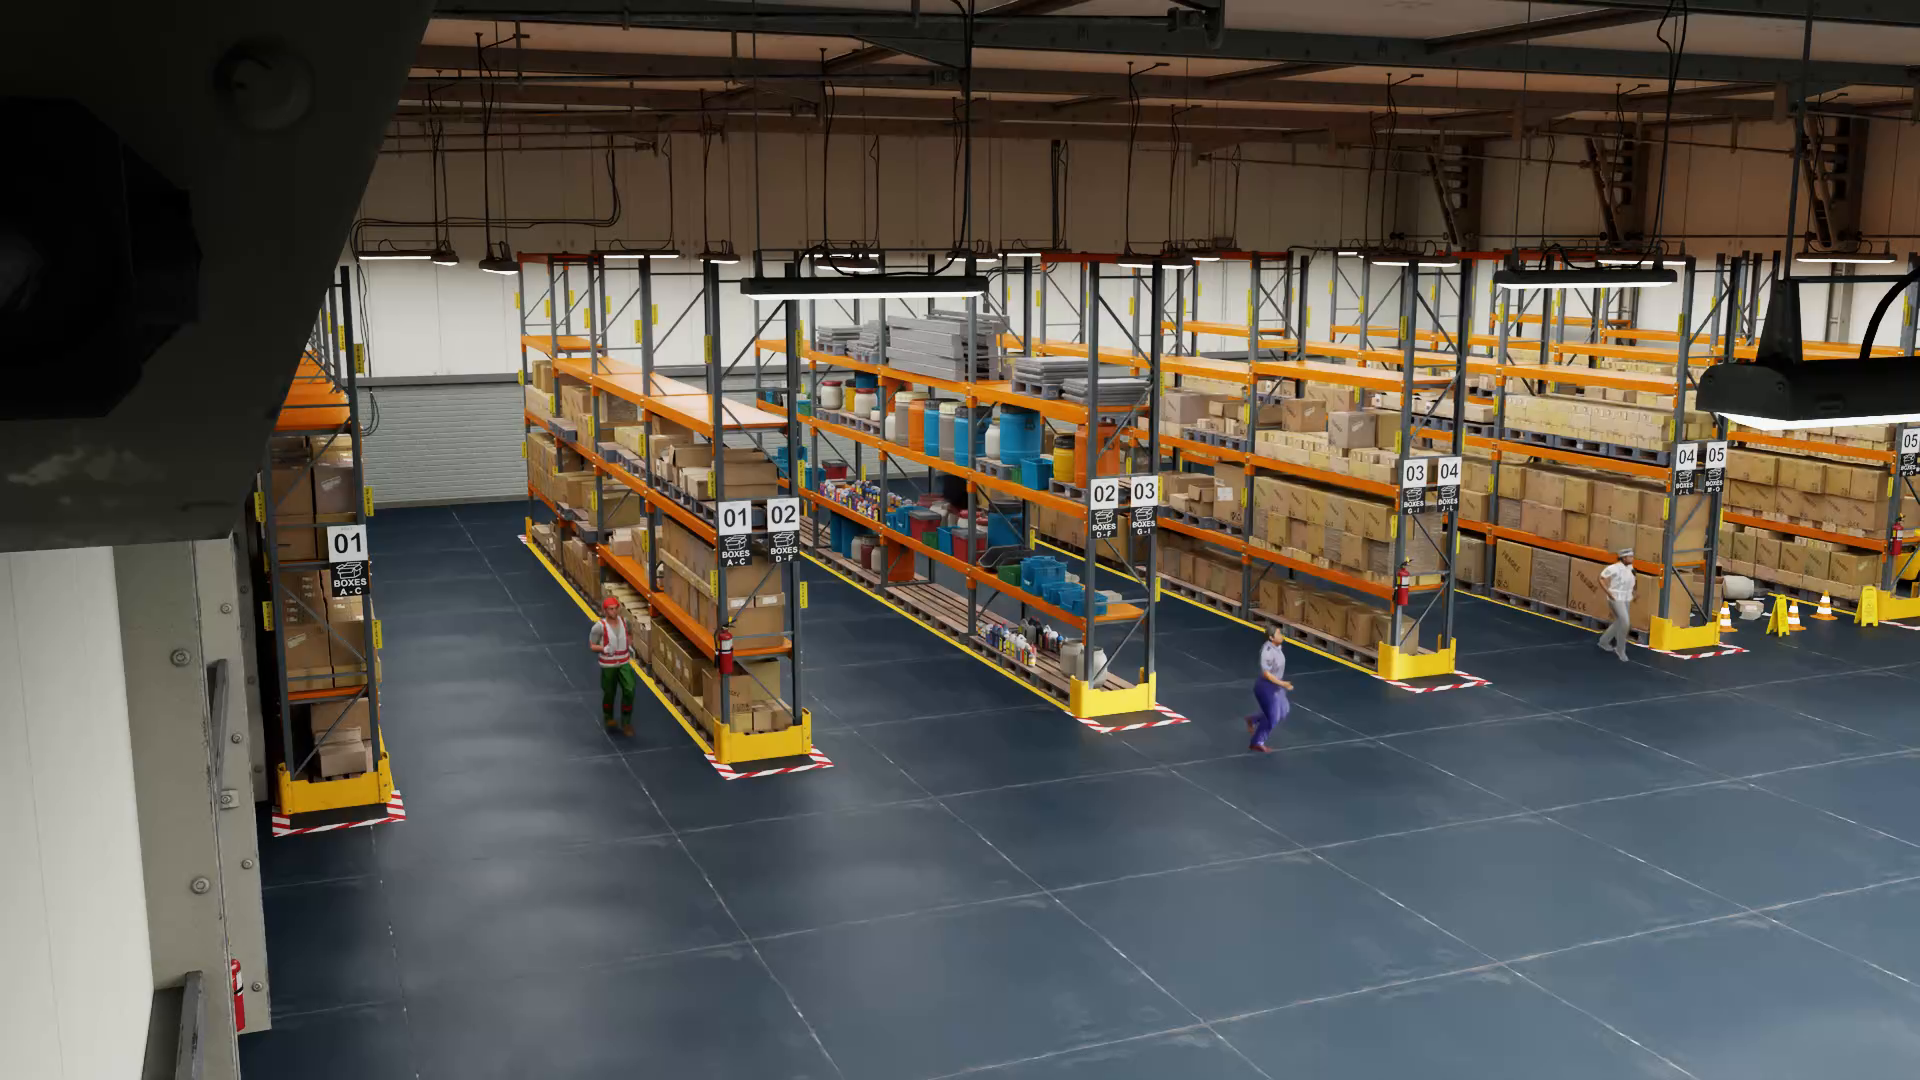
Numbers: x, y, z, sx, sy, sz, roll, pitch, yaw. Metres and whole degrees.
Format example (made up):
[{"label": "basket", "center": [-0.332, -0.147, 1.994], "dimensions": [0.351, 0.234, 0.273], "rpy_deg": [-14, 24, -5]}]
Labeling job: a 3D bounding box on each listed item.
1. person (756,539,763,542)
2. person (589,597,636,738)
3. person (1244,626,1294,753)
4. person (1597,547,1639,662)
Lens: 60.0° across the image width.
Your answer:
[{"label": "person", "center": [-3.732, 0.032, 29.826], "dimensions": [0.549, 1.561, 0.534], "rpy_deg": [-7, 13, -34]}, {"label": "person", "center": [-4.407, 1.626, 21.234], "dimensions": [0.630, 1.836, 0.764], "rpy_deg": [-5, 12, -27]}, {"label": "person", "center": [3.838, 1.844, 20.621], "dimensions": [0.615, 1.599, 0.630], "rpy_deg": [4, 11, 19]}, {"label": "person", "center": [10.017, 0.949, 25.254], "dimensions": [0.581, 1.725, 0.719], "rpy_deg": [-6, 12, -28]}]
